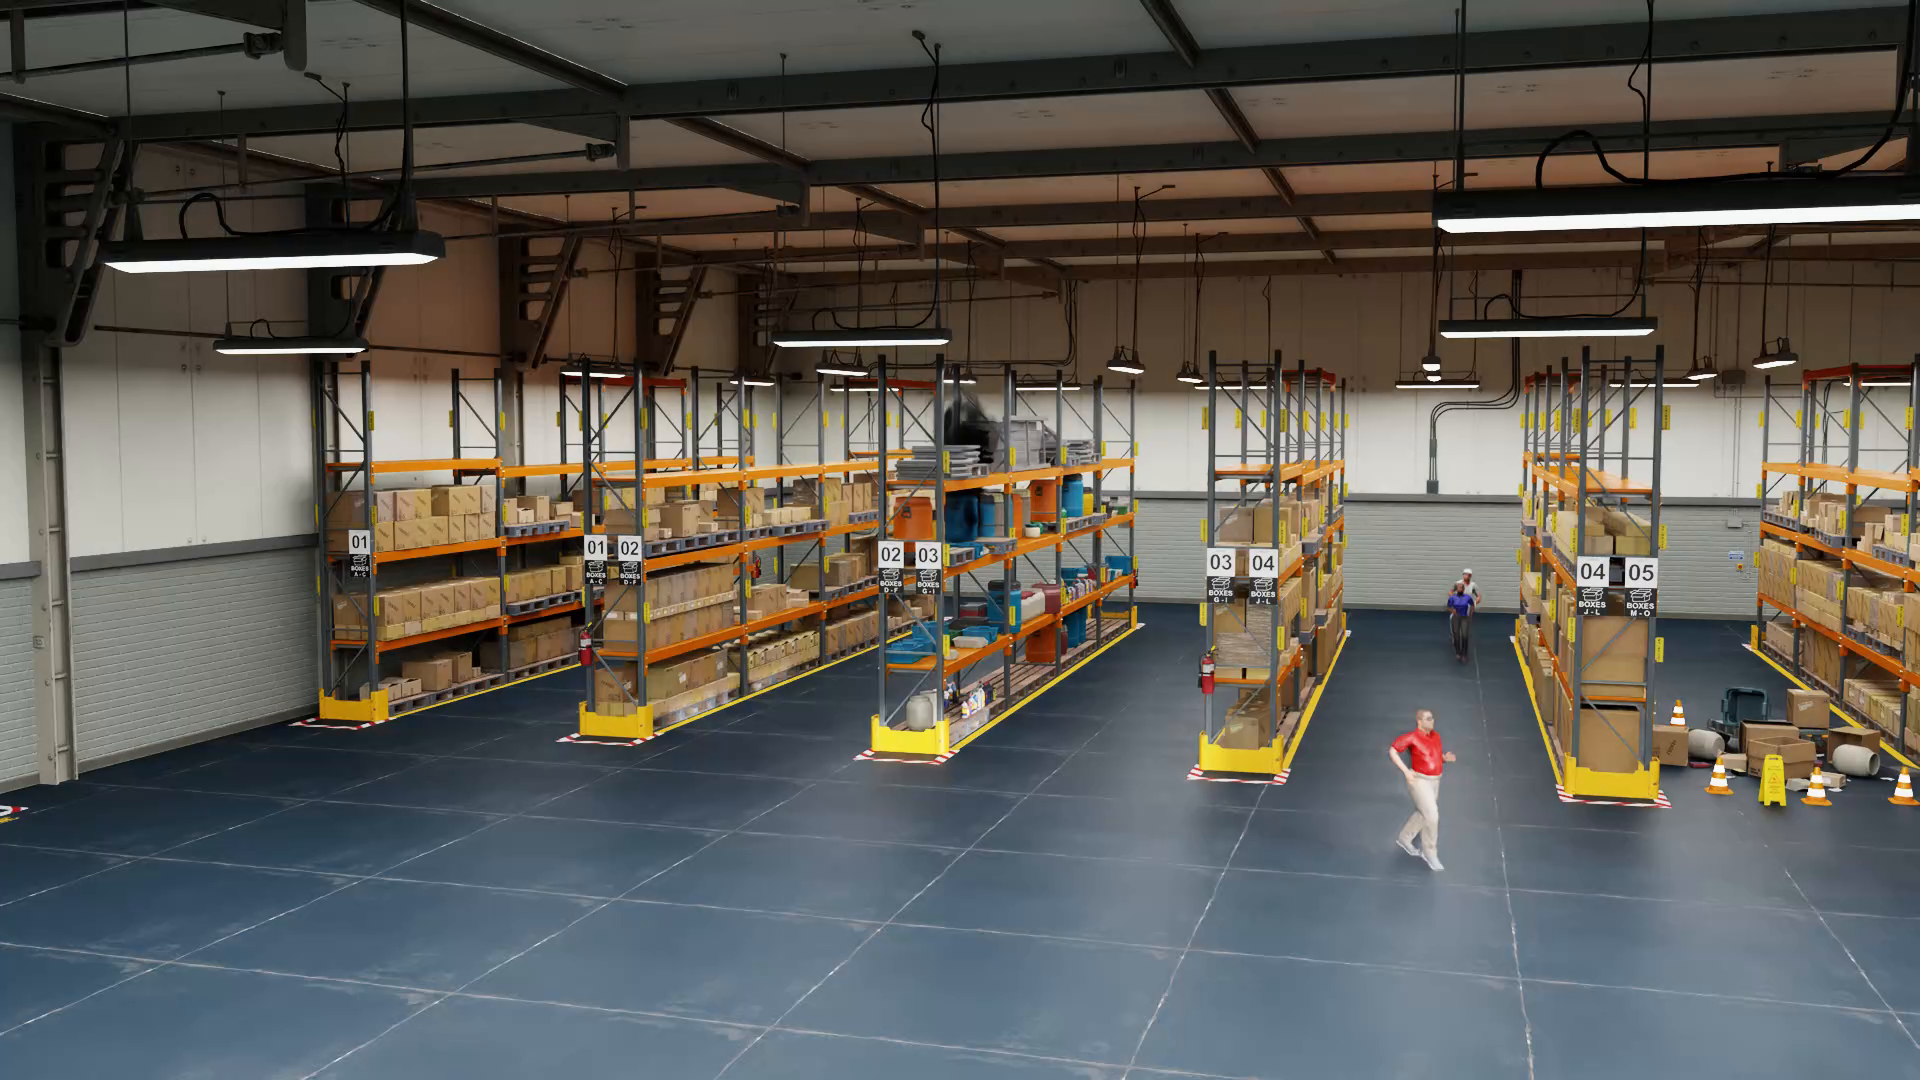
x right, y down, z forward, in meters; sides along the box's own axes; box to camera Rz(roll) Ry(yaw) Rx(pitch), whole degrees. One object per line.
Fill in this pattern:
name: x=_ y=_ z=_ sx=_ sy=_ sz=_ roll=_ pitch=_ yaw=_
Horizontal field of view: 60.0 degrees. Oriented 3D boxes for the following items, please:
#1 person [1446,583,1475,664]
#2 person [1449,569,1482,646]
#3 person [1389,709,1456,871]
person: x=10.369 y=1.735 z=34.488 sx=0.568 sy=1.682 sz=0.702 roll=1 pitch=4 yaw=19
person: x=11.226 y=1.504 z=36.980 sx=0.717 sy=1.735 sz=0.610 roll=2 pitch=4 yaw=23
person: x=5.238 y=2.805 z=18.814 sx=0.643 sy=1.794 sz=0.760 roll=-4 pitch=5 yaw=-41
